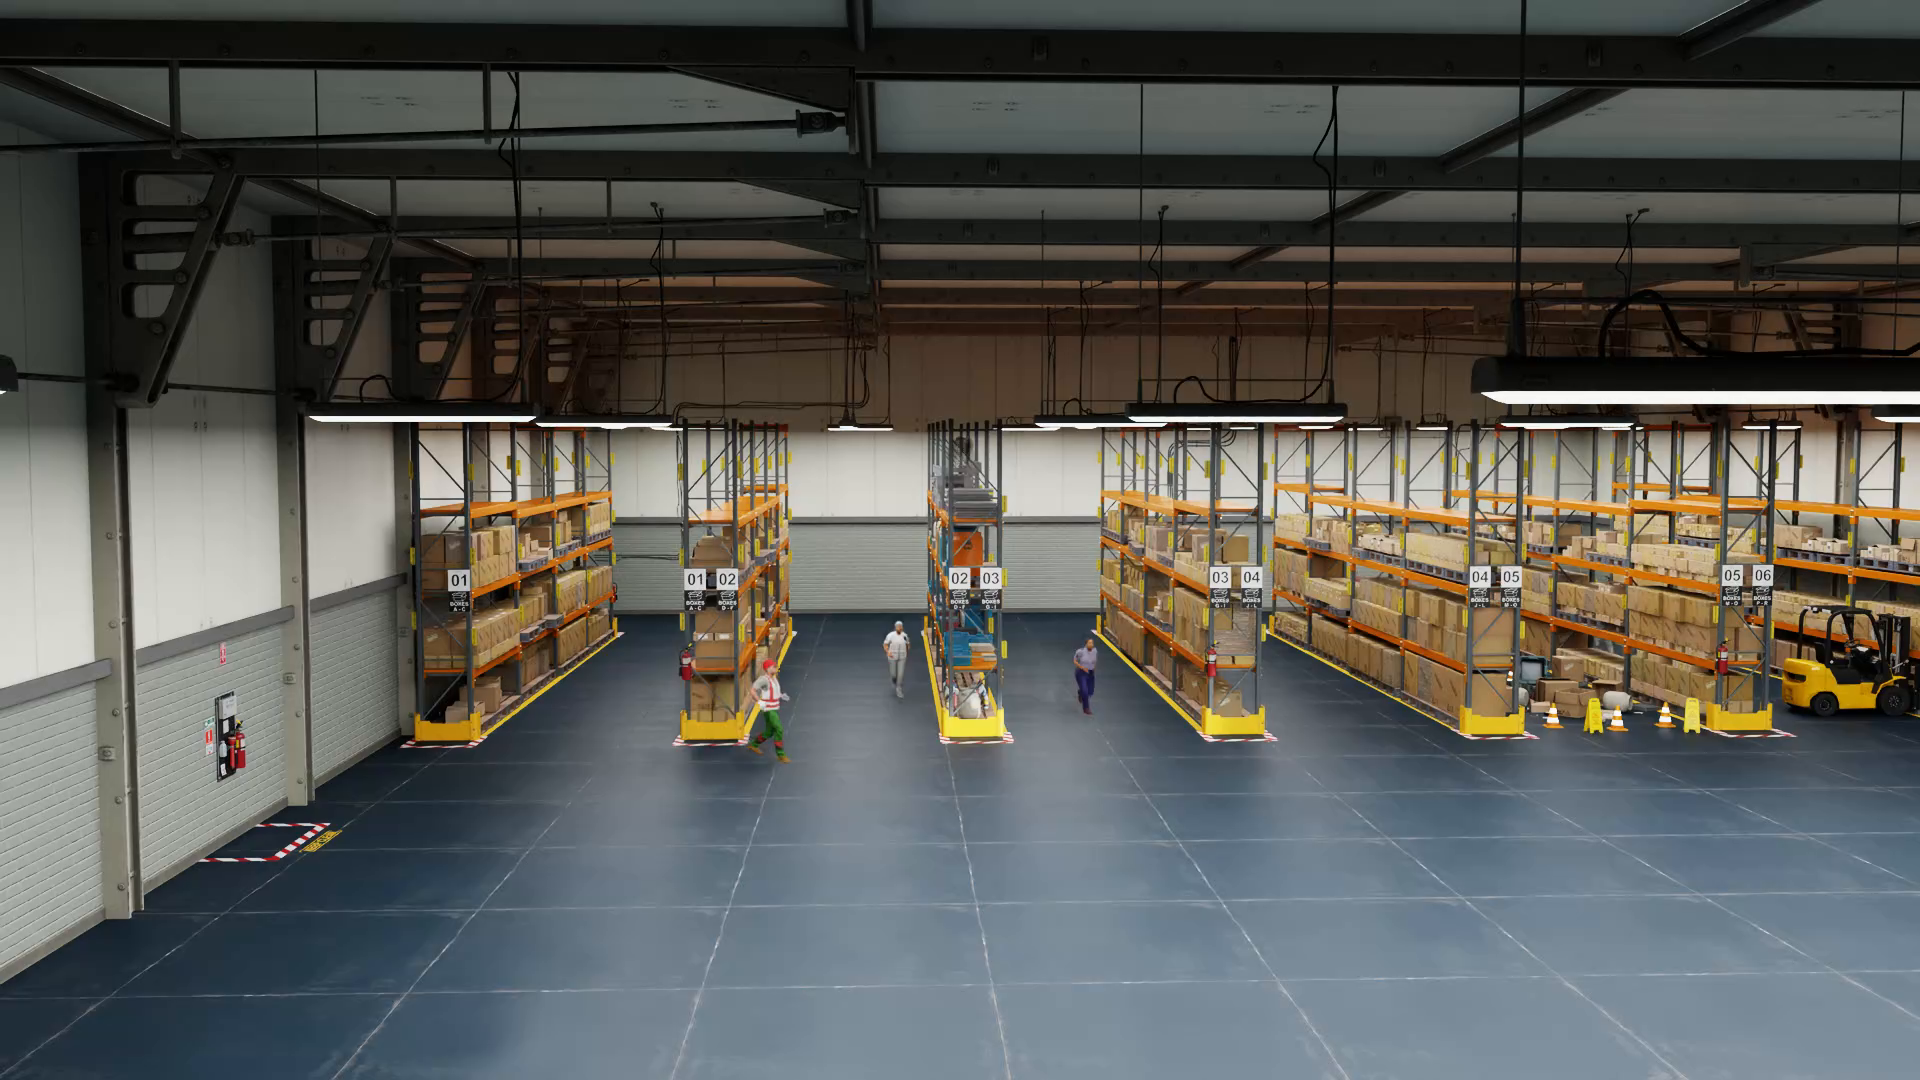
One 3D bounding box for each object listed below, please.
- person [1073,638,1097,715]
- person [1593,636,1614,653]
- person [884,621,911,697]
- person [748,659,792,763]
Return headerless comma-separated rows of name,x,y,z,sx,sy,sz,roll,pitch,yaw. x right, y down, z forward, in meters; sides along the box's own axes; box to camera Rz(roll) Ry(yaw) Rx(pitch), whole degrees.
person,2.553,2.766,34.067,0.572,1.593,0.692,-1,4,-20
person,16.596,2.076,43.128,0.718,1.794,0.953,0,4,-5
person,-1.366,2.592,36.350,0.602,1.647,0.583,-1,4,-12
person,-3.334,2.979,29.037,0.894,1.794,0.680,1,4,17
